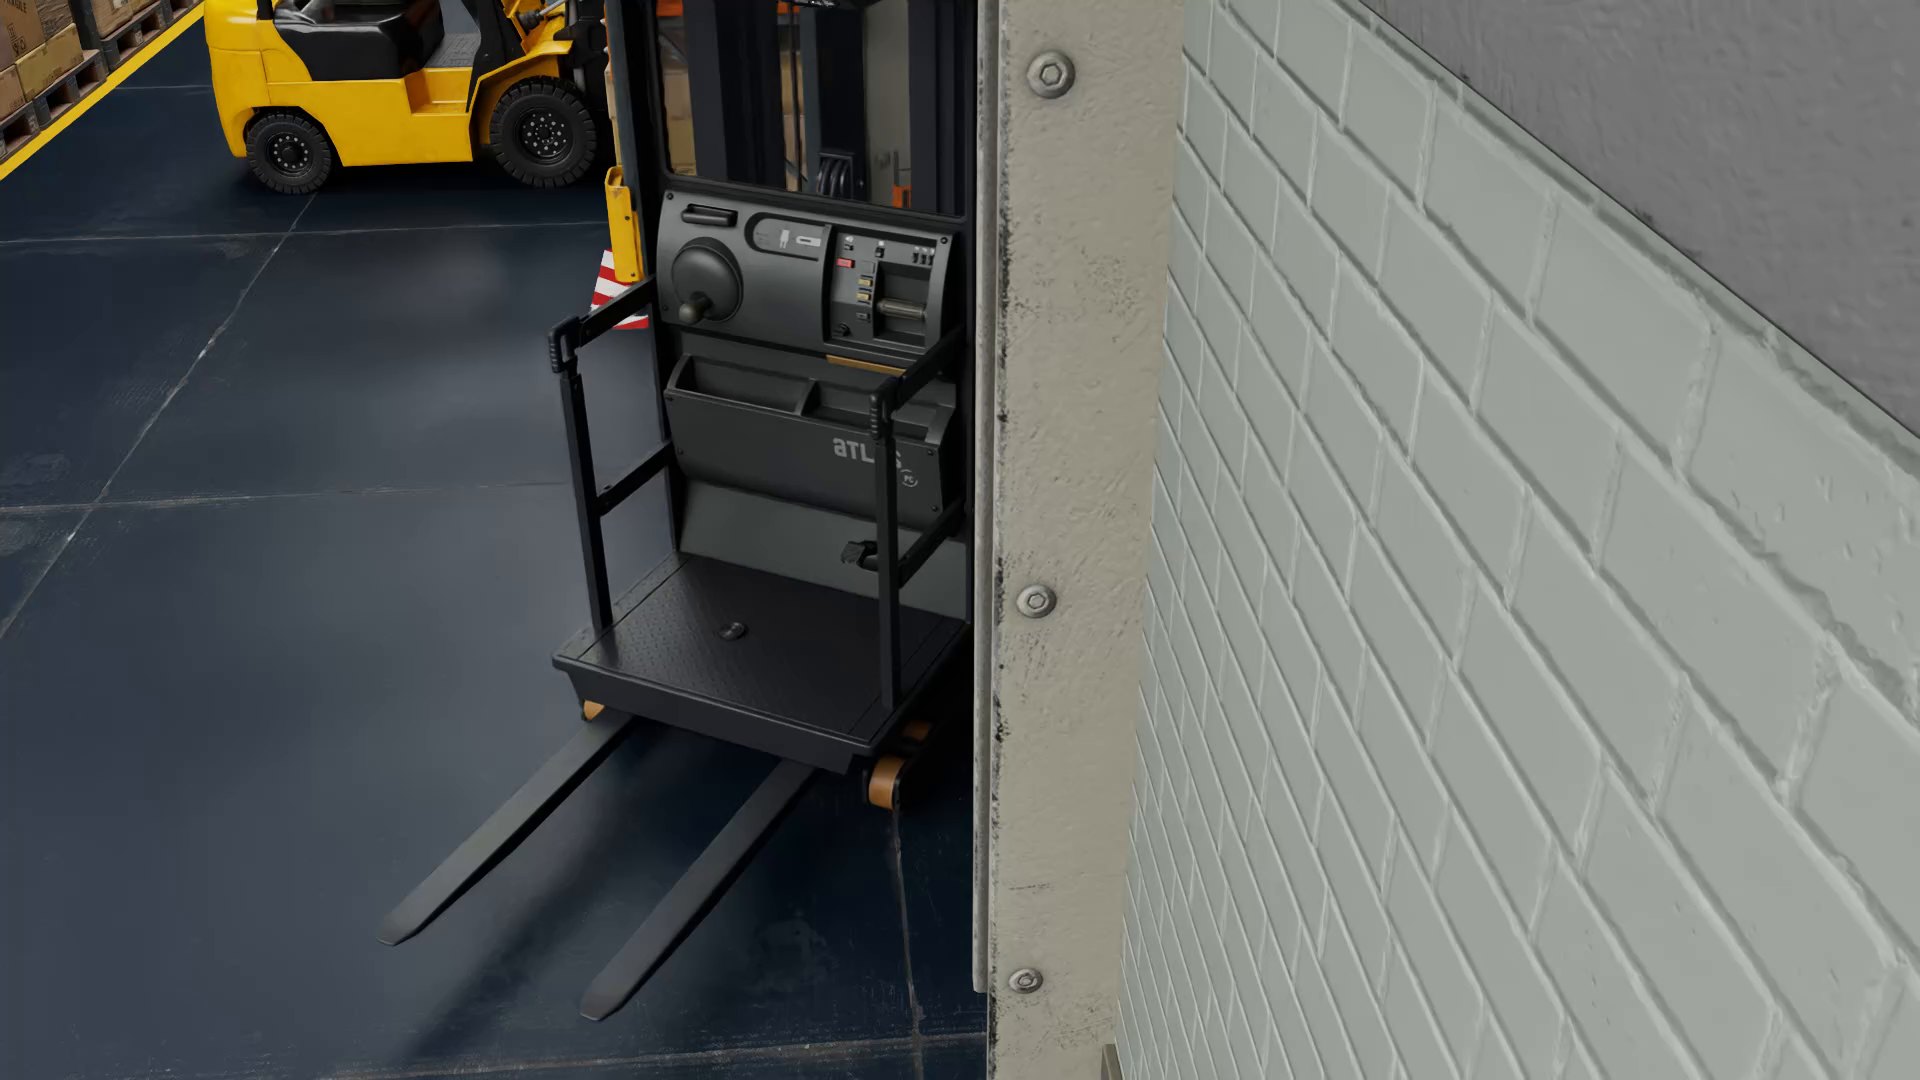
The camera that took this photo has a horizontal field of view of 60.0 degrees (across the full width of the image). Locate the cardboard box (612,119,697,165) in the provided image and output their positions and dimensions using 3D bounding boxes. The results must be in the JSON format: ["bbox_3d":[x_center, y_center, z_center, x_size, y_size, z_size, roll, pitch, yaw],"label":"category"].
[{"bbox_3d":[-1.545,-2.168,8.738,0.500,0.250,0.500,-3,31,-5],"label":"cardboard box"}]

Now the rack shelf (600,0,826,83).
[{"bbox_3d":[-1.375,-3.432,9.772,1.077,0.370,4.000,-3,31,-5],"label":"rack shelf"}]

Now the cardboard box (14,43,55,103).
[{"bbox_3d":[-6.121,-2.962,10.555,0.500,0.250,0.500,-4,31,-6],"label":"cardboard box"}]

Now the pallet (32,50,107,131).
[{"bbox_3d":[-6.406,-2.984,11.040,1.003,0.211,1.213,-3,31,-5],"label":"pallet"}]

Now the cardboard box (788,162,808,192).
[{"bbox_3d":[-1.040,-1.980,8.911,0.500,0.250,0.500,-3,31,-4],"label":"cardboard box"}]

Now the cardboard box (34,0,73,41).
[{"bbox_3d":[-6.181,-3.555,10.817,0.500,0.500,0.500,-3,31,-5],"label":"cardboard box"}]

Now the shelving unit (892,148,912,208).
[{"bbox_3d":[-0.115,-0.885,6.562,0.258,1.200,0.503,-3,31,-5],"label":"shelving unit"}]

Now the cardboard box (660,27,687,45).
[{"bbox_3d":[-1.596,-2.629,9.024,0.500,0.250,0.500,-2,31,-4],"label":"cardboard box"}]

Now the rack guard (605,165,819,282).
[{"bbox_3d":[-1.186,-1.634,8.499,1.175,0.500,0.348,-3,31,-5],"label":"rack guard"}]

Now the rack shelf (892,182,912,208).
[{"bbox_3d":[-0.115,-1.223,6.360,0.258,0.148,0.480,-3,31,-5],"label":"rack shelf"}]

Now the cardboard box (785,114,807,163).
[{"bbox_3d":[-1.026,-2.184,8.766,0.500,0.250,0.500,-2,31,-4],"label":"cardboard box"}]

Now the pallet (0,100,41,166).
[{"bbox_3d":[-6.289,-2.360,9.995,1.003,0.211,1.213,-3,31,-5],"label":"pallet"}]

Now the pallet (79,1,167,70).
[{"bbox_3d":[-6.578,-3.723,12.276,1.003,0.211,1.213,-3,31,-5],"label":"pallet"}]

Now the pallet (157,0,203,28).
[{"bbox_3d":[-6.695,-4.347,13.322,1.003,0.211,1.213,-3,31,-5],"label":"pallet"}]

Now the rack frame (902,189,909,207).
[{"bbox_3d":[-0.090,-0.761,6.353,0.240,1.200,0.015,-3,31,-5],"label":"rack frame"}]

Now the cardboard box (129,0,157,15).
[{"bbox_3d":[-6.626,-4.209,12.524,0.950,0.372,0.625,-1,31,-1],"label":"cardboard box"}]

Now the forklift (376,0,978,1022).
[{"bbox_3d":[-0.540,-0.712,4.583,1.130,2.935,3.031,13,33,20],"label":"forklift"}]

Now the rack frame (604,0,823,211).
[{"bbox_3d":[-1.188,-2.720,7.878,1.000,3.000,0.127,-3,31,-5],"label":"rack frame"}]

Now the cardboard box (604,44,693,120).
[{"bbox_3d":[-1.542,-2.369,8.588,0.500,0.250,0.500,-2,31,-3],"label":"cardboard box"}]

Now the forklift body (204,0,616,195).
[{"bbox_3d":[-3.182,-3.236,9.570,2.313,2.155,1.214,-3,31,-5],"label":"forklift body"}]

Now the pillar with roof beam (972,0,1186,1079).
[{"bbox_3d":[-4.082,-2.424,1.534,9.100,9.000,0.400,-3,31,-5],"label":"pillar with roof beam"}]

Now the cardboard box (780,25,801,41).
[{"bbox_3d":[-1.095,-2.658,9.072,0.500,0.250,0.500,-3,31,-5],"label":"cardboard box"}]

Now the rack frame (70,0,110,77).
[{"bbox_3d":[-6.504,-4.522,10.896,1.000,3.000,0.127,-3,31,-5],"label":"rack frame"}]

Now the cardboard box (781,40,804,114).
[{"bbox_3d":[-1.045,-2.403,8.645,0.500,0.250,0.500,-3,31,-5],"label":"cardboard box"}]

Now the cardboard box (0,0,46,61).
[{"bbox_3d":[-6.132,-3.295,10.382,0.500,0.500,0.500,-2,31,-4],"label":"cardboard box"}]

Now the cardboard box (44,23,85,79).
[{"bbox_3d":[-6.181,-3.233,11.010,0.500,0.250,0.500,-1,31,-2],"label":"cardboard box"}]

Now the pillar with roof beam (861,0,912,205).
[{"bbox_3d":[-4.642,-5.488,6.662,9.100,9.000,0.400,-3,31,-5],"label":"pillar with roof beam"}]

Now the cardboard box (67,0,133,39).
[{"bbox_3d":[-6.555,-3.842,11.910,0.950,0.372,0.625,-2,31,-4],"label":"cardboard box"}]

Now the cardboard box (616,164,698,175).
[{"bbox_3d":[-1.547,-1.944,8.852,0.500,0.250,0.500,-3,31,-4],"label":"cardboard box"}]

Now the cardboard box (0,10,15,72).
[{"bbox_3d":[-6.083,-3.035,9.946,0.500,0.500,0.500,-1,31,-2],"label":"cardboard box"}]

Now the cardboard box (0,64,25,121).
[{"bbox_3d":[-6.078,-2.702,10.120,0.500,0.250,0.500,-2,31,-4],"label":"cardboard box"}]

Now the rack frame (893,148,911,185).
[{"bbox_3d":[-0.140,-1.010,6.770,0.240,1.200,0.015,-3,31,-5],"label":"rack frame"}]
